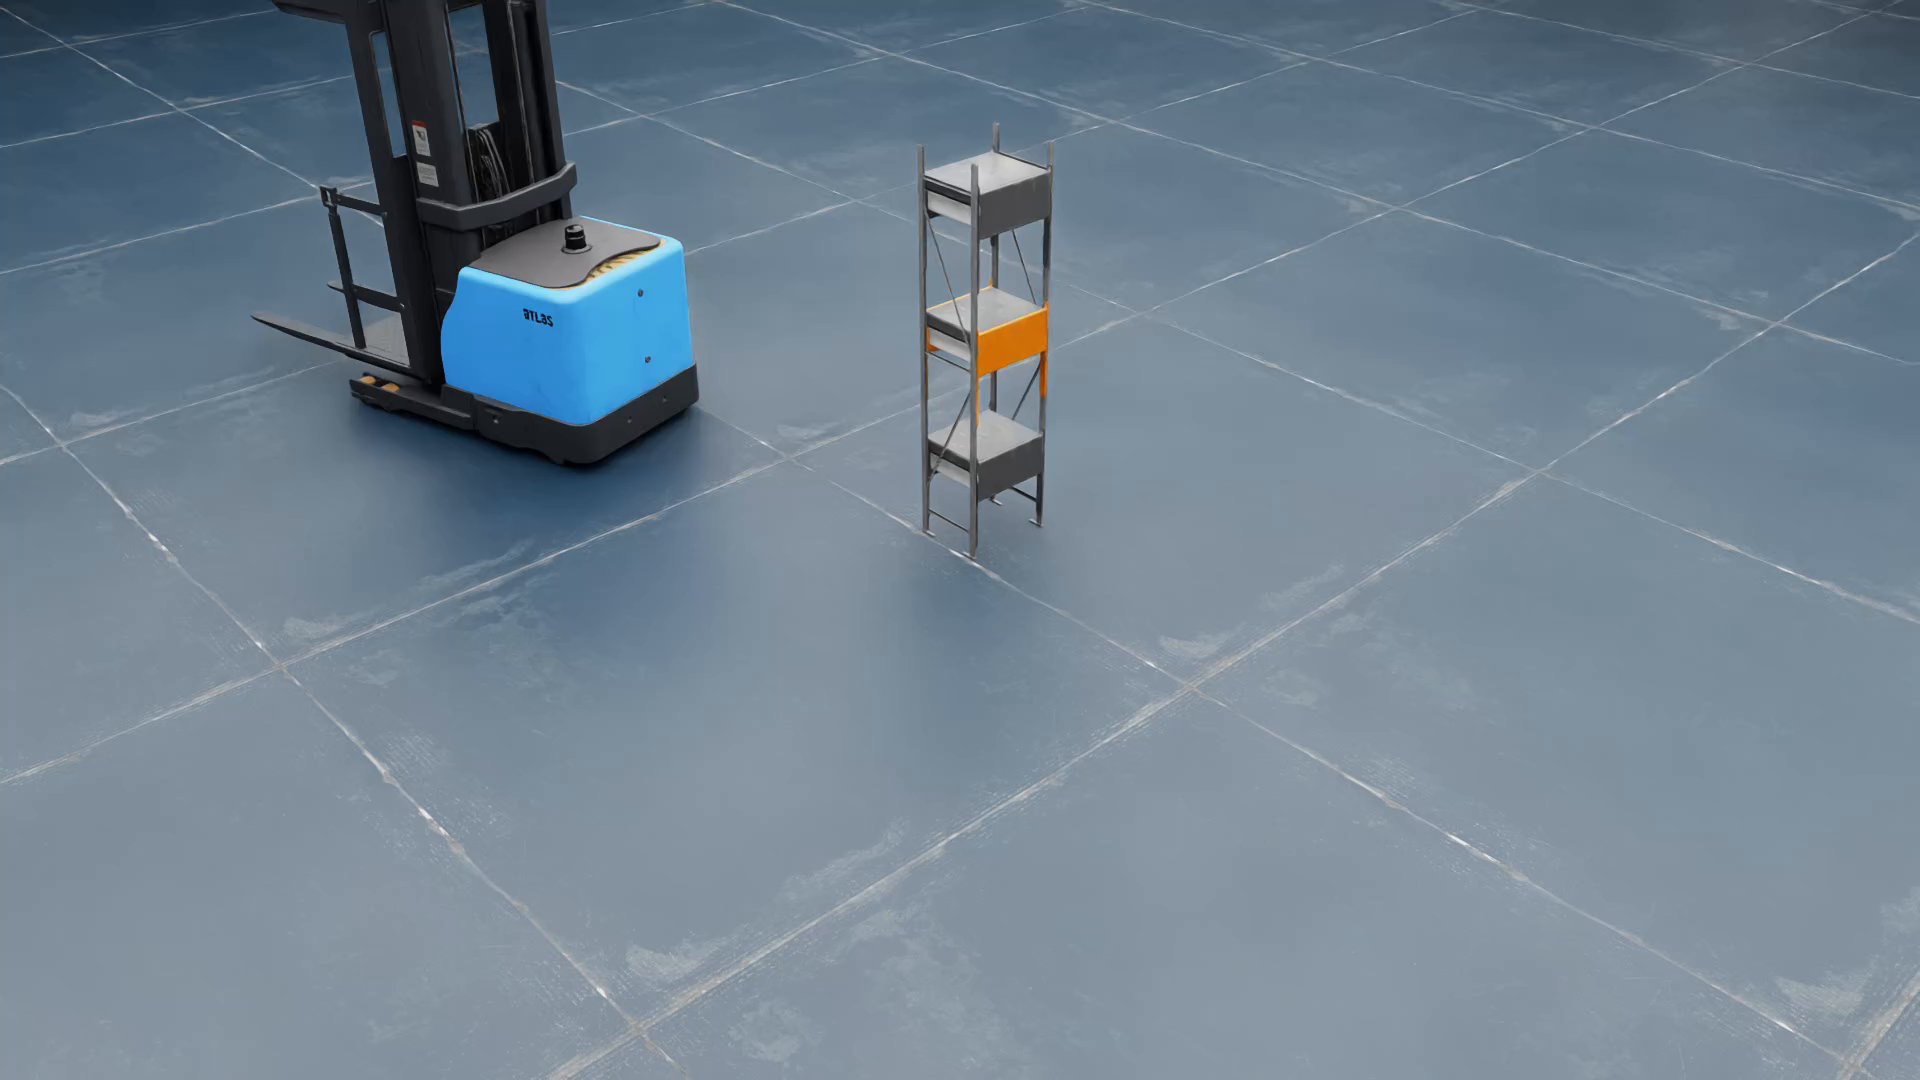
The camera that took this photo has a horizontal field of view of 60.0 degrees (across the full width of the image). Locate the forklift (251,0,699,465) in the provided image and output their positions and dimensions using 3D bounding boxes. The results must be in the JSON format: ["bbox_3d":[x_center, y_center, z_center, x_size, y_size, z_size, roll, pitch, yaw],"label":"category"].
[{"bbox_3d":[-3.095,-2.241,9.605,3.031,2.935,1.130,18,36,26],"label":"forklift"}]

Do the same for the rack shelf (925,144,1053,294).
[{"bbox_3d":[0.121,-1.540,7.940,0.480,0.518,0.431,-26,40,-35],"label":"rack shelf"}]

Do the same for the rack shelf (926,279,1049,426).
[{"bbox_3d":[0.121,-0.943,8.305,0.480,0.518,0.431,-26,40,-35],"label":"rack shelf"}]

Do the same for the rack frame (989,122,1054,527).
[{"bbox_3d":[0.300,-1.041,8.440,0.015,2.100,0.400,-26,40,-35],"label":"rack frame"}]

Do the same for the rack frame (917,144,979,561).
[{"bbox_3d":[-0.058,-0.868,8.157,0.015,2.100,0.400,-26,40,-35],"label":"rack frame"}]

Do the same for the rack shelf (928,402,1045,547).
[{"bbox_3d":[0.121,-0.346,8.671,0.480,0.518,0.431,-26,40,-35],"label":"rack shelf"}]

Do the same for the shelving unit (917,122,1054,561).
[{"bbox_3d":[0.121,-0.955,8.298,0.503,2.100,0.431,-26,40,-35],"label":"shelving unit"}]
